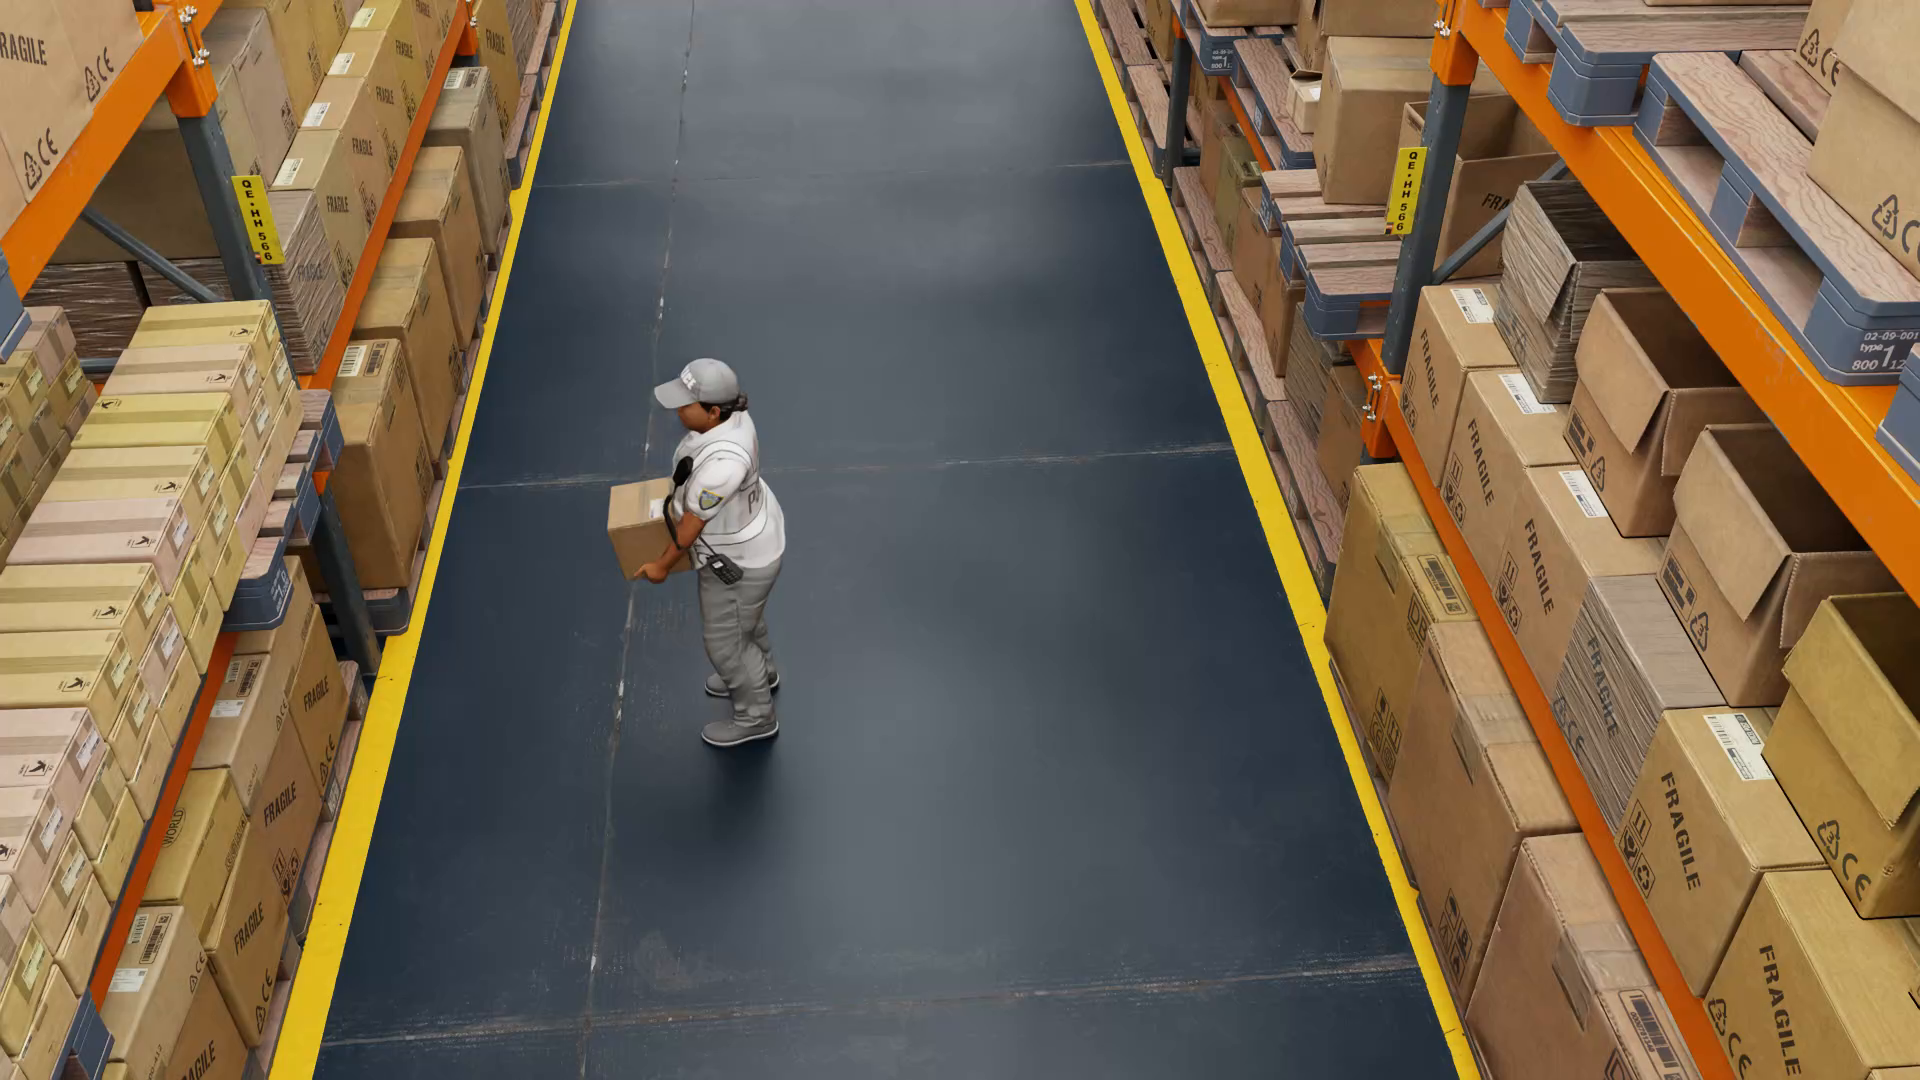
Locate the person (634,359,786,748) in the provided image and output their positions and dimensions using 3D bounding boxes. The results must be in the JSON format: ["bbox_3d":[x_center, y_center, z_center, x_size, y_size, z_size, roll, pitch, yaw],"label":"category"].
[{"bbox_3d":[-0.911,0.047,6.104,0.549,1.663,0.452,-4,40,-5],"label":"person"}]
